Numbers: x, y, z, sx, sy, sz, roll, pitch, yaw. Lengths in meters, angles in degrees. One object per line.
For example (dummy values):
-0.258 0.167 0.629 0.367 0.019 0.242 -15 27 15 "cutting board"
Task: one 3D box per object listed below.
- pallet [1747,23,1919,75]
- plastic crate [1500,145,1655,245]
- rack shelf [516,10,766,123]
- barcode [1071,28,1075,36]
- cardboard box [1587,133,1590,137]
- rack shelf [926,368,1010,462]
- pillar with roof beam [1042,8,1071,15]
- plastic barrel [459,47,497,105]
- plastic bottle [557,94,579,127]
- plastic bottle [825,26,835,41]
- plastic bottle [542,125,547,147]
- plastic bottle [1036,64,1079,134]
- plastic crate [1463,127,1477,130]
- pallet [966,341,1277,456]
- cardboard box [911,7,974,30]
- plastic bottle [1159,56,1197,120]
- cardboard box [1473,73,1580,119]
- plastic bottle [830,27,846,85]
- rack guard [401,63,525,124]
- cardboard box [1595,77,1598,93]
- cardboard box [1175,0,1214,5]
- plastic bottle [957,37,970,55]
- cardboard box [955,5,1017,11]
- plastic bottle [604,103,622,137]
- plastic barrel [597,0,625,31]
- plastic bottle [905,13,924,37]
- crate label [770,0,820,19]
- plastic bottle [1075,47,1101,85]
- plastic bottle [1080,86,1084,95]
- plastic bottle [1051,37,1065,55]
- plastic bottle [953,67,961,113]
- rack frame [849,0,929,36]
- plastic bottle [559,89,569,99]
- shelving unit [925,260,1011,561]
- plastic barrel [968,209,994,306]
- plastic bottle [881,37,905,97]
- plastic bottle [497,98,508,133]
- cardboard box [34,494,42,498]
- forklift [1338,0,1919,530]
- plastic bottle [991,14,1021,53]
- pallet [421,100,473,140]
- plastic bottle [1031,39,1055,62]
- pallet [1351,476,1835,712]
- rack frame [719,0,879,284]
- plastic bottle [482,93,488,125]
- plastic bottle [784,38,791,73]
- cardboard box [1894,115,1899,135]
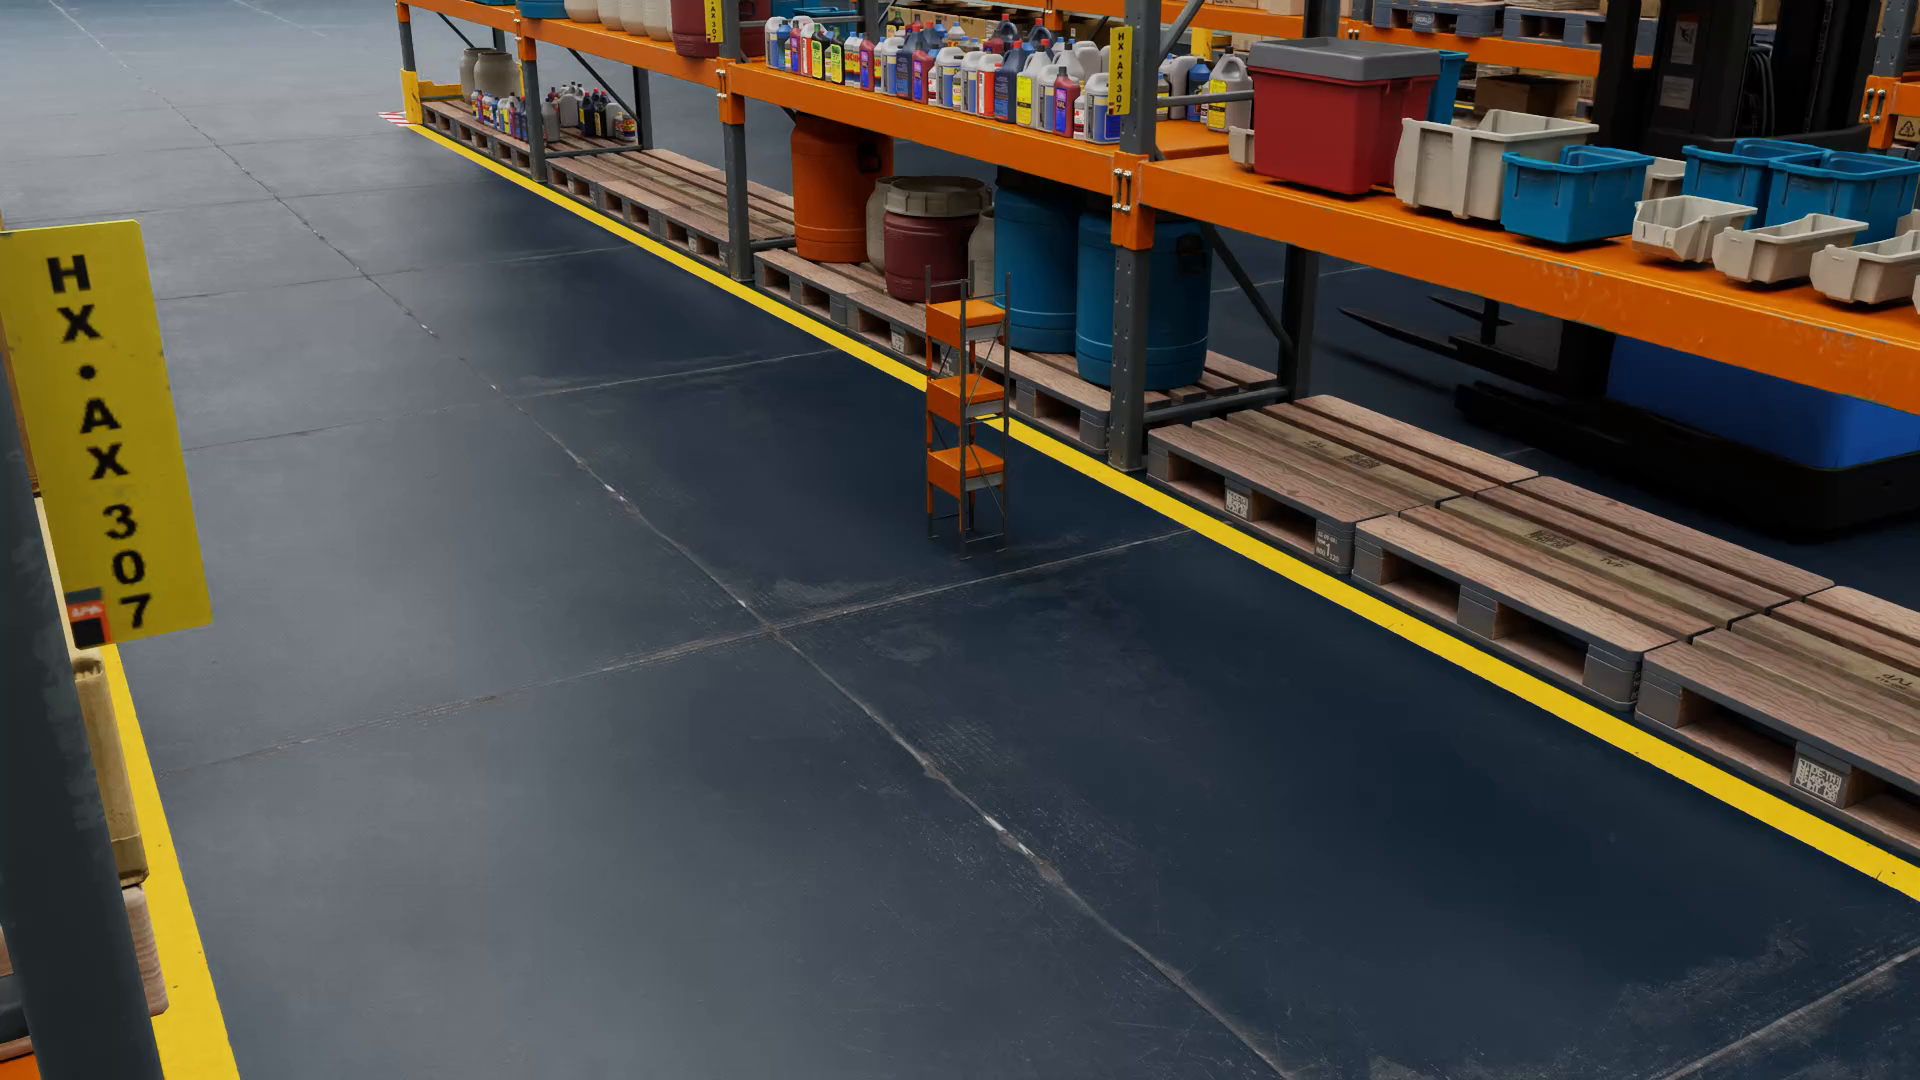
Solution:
5.035 -2.922 9.771 1.003 0.211 1.213 -13 25 -28 "pallet"
1.863 -1.050 5.055 0.416 0.233 0.300 -13 25 -28 "plastic crate"
-1.975 -3.388 11.620 1.077 0.370 4.000 -13 25 -28 "rack shelf"
1.036 -4.649 15.225 0.001 0.075 0.075 -13 25 -28 "barcode"
4.088 -2.370 10.893 0.500 0.500 0.500 -14 26 -30 "cardboard box"
0.027 -0.459 6.075 0.215 0.259 0.240 -13 25 -28 "rack shelf"
-2.188 -11.403 22.415 9.100 9.000 0.400 -13 25 -28 "pillar with roof beam"
-4.638 -4.508 16.164 0.421 0.512 0.421 0 22 0 "plastic barrel"
-3.481 -3.814 14.745 0.152 0.276 0.135 -13 25 -28 "plastic bottle"
-0.686 -2.632 8.973 0.097 0.271 0.097 0 22 0 "plastic bottle"
-3.450 -3.334 13.663 0.097 0.201 0.097 0 22 0 "plastic bottle"
0.424 -1.906 7.181 0.152 0.276 0.135 -13 25 -28 "plastic bottle"
1.892 -1.369 5.982 0.437 0.125 0.590 -13 25 -28 "plastic crate"
0.731 -0.745 7.865 1.003 0.211 1.213 -13 25 -28 "pallet"
-0.174 -5.346 17.580 0.500 0.500 0.500 -13 25 -28 "cardboard box"
0.994 -2.064 7.570 0.152 0.276 0.135 -13 25 -28 "plastic bottle"
4.018 -3.144 11.803 0.500 0.250 0.500 -12 25 -26 "cardboard box"
-0.627 -2.541 8.735 0.061 0.283 0.133 -13 25 -28 "plastic bottle"
-4.961 -4.490 16.695 1.175 0.500 0.348 -13 25 -28 "rack guard"
6.709 -4.593 16.364 0.700 0.500 0.500 -13 25 -29 "cardboard box"
2.166 -4.783 13.962 0.500 0.500 0.500 -13 25 -28 "cardboard box"
0.029 -2.660 9.137 0.097 0.201 0.097 0 22 0 "plastic bottle"
0.273 -5.446 17.826 0.500 0.500 0.500 -13 25 -28 "cardboard box"
-2.972 -3.598 14.213 0.152 0.276 0.135 -12 25 -26 "plastic bottle"
-2.322 -3.843 11.602 0.433 0.535 0.433 0 22 0 "plastic barrel"
-0.263 -2.897 9.609 0.061 0.283 0.133 -13 25 -28 "plastic bottle"
-1.229 -3.464 10.804 0.502 0.435 0.616 -13 25 -28 "crate label"
0.577 -2.216 7.944 0.152 0.276 0.135 -13 25 -28 "plastic bottle"
0.512 -1.840 7.119 0.097 0.201 0.097 0 22 0 "plastic bottle"
0.504 -2.392 8.384 0.097 0.271 0.097 0 22 0 "plastic bottle"
0.014 -2.110 7.783 0.097 0.201 0.097 0 22 0 "plastic bottle"
-0.780 -6.616 18.604 1.000 3.000 0.127 -13 25 -28 "rack frame"
-3.549 -3.964 15.113 0.152 0.276 0.135 -13 26 -30 "plastic bottle"
0.027 -0.469 6.071 0.215 1.050 0.252 -13 25 -28 "shelving unit"
0.253 -1.430 8.592 0.421 0.512 0.421 0 22 0 "plastic barrel"
-0.302 -2.366 8.313 0.152 0.276 0.135 -13 25 -28 "plastic bottle"
-3.916 -3.684 14.425 0.152 0.276 0.135 -12 25 -27 "plastic bottle"
-1.410 0.025 2.069 0.500 0.250 0.500 -13 25 -29 "cardboard box"
2.955 -1.911 7.120 1.130 2.935 3.031 -11 24 -25 "forklift"
0.249 -2.573 8.724 0.144 0.351 0.185 -13 25 -28 "plastic bottle"
-4.551 -4.093 16.100 1.003 0.211 1.213 -13 25 -28 "pallet"
0.368 -2.079 7.508 0.144 0.351 0.185 -13 25 -28 "plastic bottle"
2.126 0.138 5.691 1.003 0.211 1.213 -13 25 -28 "pallet"
-0.954 -3.074 9.891 1.000 3.000 0.127 -13 25 -28 "rack frame"
-4.207 -3.846 14.829 0.097 0.271 0.097 0 22 0 "plastic bottle"
-0.925 -2.706 9.248 0.097 0.201 0.097 0 22 0 "plastic bottle"
7.826 -3.915 14.258 0.750 0.750 0.750 -13 25 -29 "cardboard box"
